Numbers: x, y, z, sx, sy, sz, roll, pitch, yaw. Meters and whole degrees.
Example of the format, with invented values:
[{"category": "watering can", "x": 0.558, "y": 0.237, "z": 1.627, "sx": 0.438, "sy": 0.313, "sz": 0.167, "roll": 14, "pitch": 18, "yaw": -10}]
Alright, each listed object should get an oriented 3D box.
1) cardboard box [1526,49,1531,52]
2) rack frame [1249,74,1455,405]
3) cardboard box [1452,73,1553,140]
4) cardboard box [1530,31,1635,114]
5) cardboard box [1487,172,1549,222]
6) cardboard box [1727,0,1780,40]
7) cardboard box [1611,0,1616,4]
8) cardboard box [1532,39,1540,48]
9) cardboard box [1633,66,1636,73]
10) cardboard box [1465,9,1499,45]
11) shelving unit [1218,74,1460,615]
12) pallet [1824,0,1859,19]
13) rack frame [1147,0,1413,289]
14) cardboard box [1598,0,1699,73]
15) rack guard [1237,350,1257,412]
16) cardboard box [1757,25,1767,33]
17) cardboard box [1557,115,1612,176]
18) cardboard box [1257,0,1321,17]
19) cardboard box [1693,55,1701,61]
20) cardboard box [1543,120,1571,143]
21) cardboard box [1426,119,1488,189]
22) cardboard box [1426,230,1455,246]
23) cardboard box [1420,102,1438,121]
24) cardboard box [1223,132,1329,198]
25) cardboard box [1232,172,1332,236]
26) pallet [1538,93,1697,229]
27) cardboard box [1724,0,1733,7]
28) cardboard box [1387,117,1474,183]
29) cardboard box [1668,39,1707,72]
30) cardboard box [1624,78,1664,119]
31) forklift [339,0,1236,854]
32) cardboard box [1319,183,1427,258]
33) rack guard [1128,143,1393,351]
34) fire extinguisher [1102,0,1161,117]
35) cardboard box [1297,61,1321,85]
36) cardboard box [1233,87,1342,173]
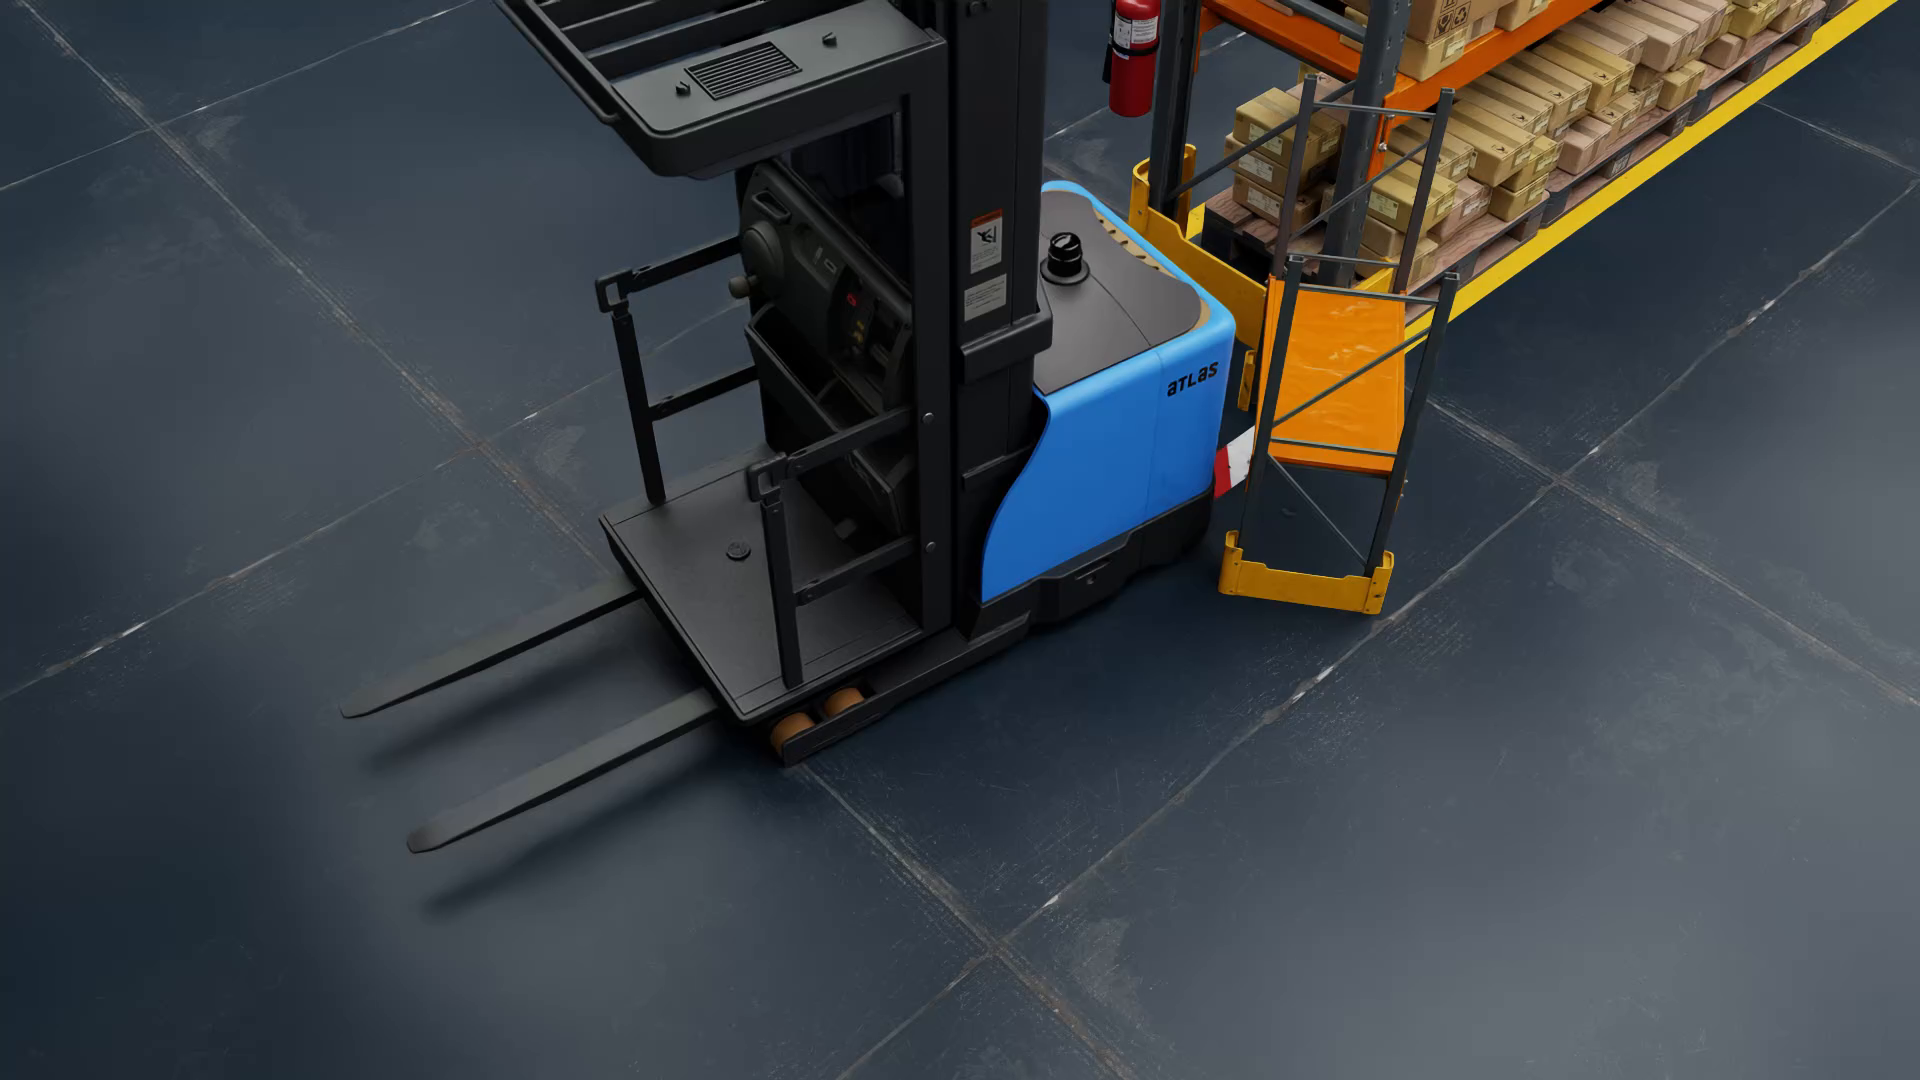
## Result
[{"category": "cardboard box", "x": 2.565, "y": -2.276, "z": 7.963, "sx": 0.250, "sy": 0.149, "sz": 0.380, "roll": -32, "pitch": 55, "yaw": -26}, {"category": "rack frame", "x": 1.422, "y": -1.040, "z": 6.189, "sx": 0.500, "sy": 1.500, "sz": 0.032, "roll": 8, "pitch": 48, "yaw": 7}, {"category": "cardboard box", "x": 2.306, "y": -1.839, "z": 7.155, "sx": 0.380, "sy": 0.149, "sz": 0.250, "roll": 36, "pitch": 57, "yaw": 29}, {"category": "cardboard box", "x": 2.743, "y": -2.076, "z": 7.374, "sx": 0.250, "sy": 0.149, "sz": 0.380, "roll": -33, "pitch": 55, "yaw": -27}, {"category": "cardboard box", "x": 2.350, "y": -1.591, "z": 7.331, "sx": 0.250, "sy": 0.149, "sz": 0.380, "roll": -33, "pitch": 55, "yaw": -27}, {"category": "cardboard box", "x": 3.728, "y": -2.606, "z": 8.065, "sx": 0.250, "sy": 0.149, "sz": 0.380, "roll": -36, "pitch": 57, "yaw": -28}, {"category": "cardboard box", "x": 3.158, "y": -2.766, "z": 8.213, "sx": 0.380, "sy": 0.149, "sz": 0.250, "roll": 36, "pitch": 57, "yaw": 29}, {"category": "cardboard box", "x": 2.709, "y": -2.553, "z": 8.016, "sx": 0.250, "sy": 0.149, "sz": 0.380, "roll": -34, "pitch": 56, "yaw": -27}, {"category": "cardboard box", "x": 2.863, "y": -2.168, "z": 7.661, "sx": 0.250, "sy": 0.149, "sz": 0.380, "roll": -31, "pitch": 55, "yaw": -26}, {"category": "cardboard box", "x": 1.787, "y": -2.008, "z": 6.233, "sx": 0.250, "sy": 0.149, "sz": 0.380, "roll": -32, "pitch": 55, "yaw": -26}, {"category": "shelving unit", "x": 1.327, "y": -0.666, "z": 5.844, "sx": 0.587, "sy": 1.500, "sz": 1.083, "roll": 8, "pitch": 48, "yaw": 7}, {"category": "pallet", "x": 4.701, "y": -3.381, "z": 9.226, "sx": 1.213, "sy": 0.211, "sz": 1.003, "roll": -34, "pitch": 56, "yaw": -27}, {"category": "rack frame", "x": 1.166, "y": -1.963, "z": 6.020, "sx": 0.127, "sy": 3.000, "sz": 1.000, "roll": -34, "pitch": 56, "yaw": -27}, {"category": "cardboard box", "x": 3.122, "y": -2.316, "z": 7.595, "sx": 0.250, "sy": 0.149, "sz": 0.380, "roll": -36, "pitch": 57, "yaw": -28}, {"category": "rack guard", "x": 1.419, "y": -0.602, "z": 6.635, "sx": 0.587, "sy": 0.250, "sz": 0.087, "roll": 8, "pitch": 48, "yaw": 7}, {"category": "cardboard box", "x": 3.816, "y": -2.654, "z": 8.312, "sx": 0.250, "sy": 0.149, "sz": 0.380, "roll": -32, "pitch": 55, "yaw": -26}, {"category": "cardboard box", "x": 2.717, "y": -1.845, "z": 7.565, "sx": 0.380, "sy": 0.149, "sz": 0.250, "roll": 36, "pitch": 57, "yaw": 29}, {"category": "cardboard box", "x": 1.217, "y": -2.193, "z": 6.403, "sx": 0.250, "sy": 0.149, "sz": 0.380, "roll": -34, "pitch": 56, "yaw": -27}, {"category": "cardboard box", "x": 3.388, "y": -2.424, "z": 8.100, "sx": 0.250, "sy": 0.149, "sz": 0.380, "roll": -35, "pitch": 56, "yaw": -28}, {"category": "cardboard box", "x": 2.484, "y": -1.884, "z": 7.399, "sx": 0.380, "sy": 0.149, "sz": 0.250, "roll": 36, "pitch": 57, "yaw": 29}, {"category": "cardboard box", "x": 2.089, "y": -1.633, "z": 7.167, "sx": 0.250, "sy": 0.149, "sz": 0.380, "roll": -33, "pitch": 55, "yaw": -27}, {"category": "cardboard box", "x": 1.908, "y": -1.398, "z": 7.153, "sx": 0.250, "sy": 0.149, "sz": 0.380, "roll": -34, "pitch": 56, "yaw": -27}, {"category": "cardboard box", "x": 2.016, "y": -1.991, "z": 7.497, "sx": 0.250, "sy": 0.149, "sz": 0.380, "roll": -34, "pitch": 56, "yaw": -28}, {"category": "cardboard box", "x": 1.365, "y": -1.656, "z": 7.188, "sx": 0.250, "sy": 0.149, "sz": 0.380, "roll": -35, "pitch": 56, "yaw": -28}, {"category": "cardboard box", "x": 1.415, "y": -1.512, "z": 7.259, "sx": 0.250, "sy": 0.149, "sz": 0.380, "roll": -33, "pitch": 55, "yaw": -27}, {"category": "pallet", "x": 2.750, "y": -2.038, "z": 7.986, "sx": 1.213, "sy": 0.211, "sz": 1.003, "roll": -34, "pitch": 56, "yaw": -27}, {"category": "cardboard box", "x": 3.451, "y": -2.640, "z": 7.894, "sx": 0.250, "sy": 0.149, "sz": 0.380, "roll": -32, "pitch": 55, "yaw": -26}, {"category": "cardboard box", "x": 1.906, "y": -1.617, "z": 6.950, "sx": 0.250, "sy": 0.149, "sz": 0.380, "roll": -33, "pitch": 55, "yaw": -27}, {"category": "cardboard box", "x": 3.301, "y": -2.399, "z": 7.874, "sx": 0.250, "sy": 0.149, "sz": 0.380, "roll": -32, "pitch": 55, "yaw": -26}, {"category": "cardboard box", "x": 3.061, "y": -2.133, "z": 7.831, "sx": 0.250, "sy": 0.149, "sz": 0.380, "roll": -33, "pitch": 55, "yaw": -27}, {"category": "forklift", "x": -0.585, "y": -0.701, "z": 4.903, "sx": 3.031, "sy": 2.935, "sz": 1.130, "roll": -26, "pitch": 52, "yaw": -22}, {"category": "cardboard box", "x": 1.727, "y": -1.359, "z": 6.915, "sx": 0.250, "sy": 0.149, "sz": 0.380, "roll": -32, "pitch": 55, "yaw": -26}, {"category": "rack guard", "x": 1.223, "y": -1.153, "z": 6.974, "sx": 0.348, "sy": 0.500, "sz": 1.175, "roll": -34, "pitch": 56, "yaw": -27}, {"category": "fire extinguisher", "x": 0.669, "y": -1.937, "z": 6.302, "sx": 0.183, "sy": 0.674, "sz": 0.296, "roll": -34, "pitch": 56, "yaw": -27}, {"category": "cardboard box", "x": 1.718, "y": -2.030, "z": 7.331, "sx": 0.250, "sy": 0.149, "sz": 0.380, "roll": -35, "pitch": 56, "yaw": -28}, {"category": "cardboard box", "x": 1.387, "y": -1.740, "z": 7.064, "sx": 0.250, "sy": 0.149, "sz": 0.380, "roll": -33, "pitch": 55, "yaw": -27}]
